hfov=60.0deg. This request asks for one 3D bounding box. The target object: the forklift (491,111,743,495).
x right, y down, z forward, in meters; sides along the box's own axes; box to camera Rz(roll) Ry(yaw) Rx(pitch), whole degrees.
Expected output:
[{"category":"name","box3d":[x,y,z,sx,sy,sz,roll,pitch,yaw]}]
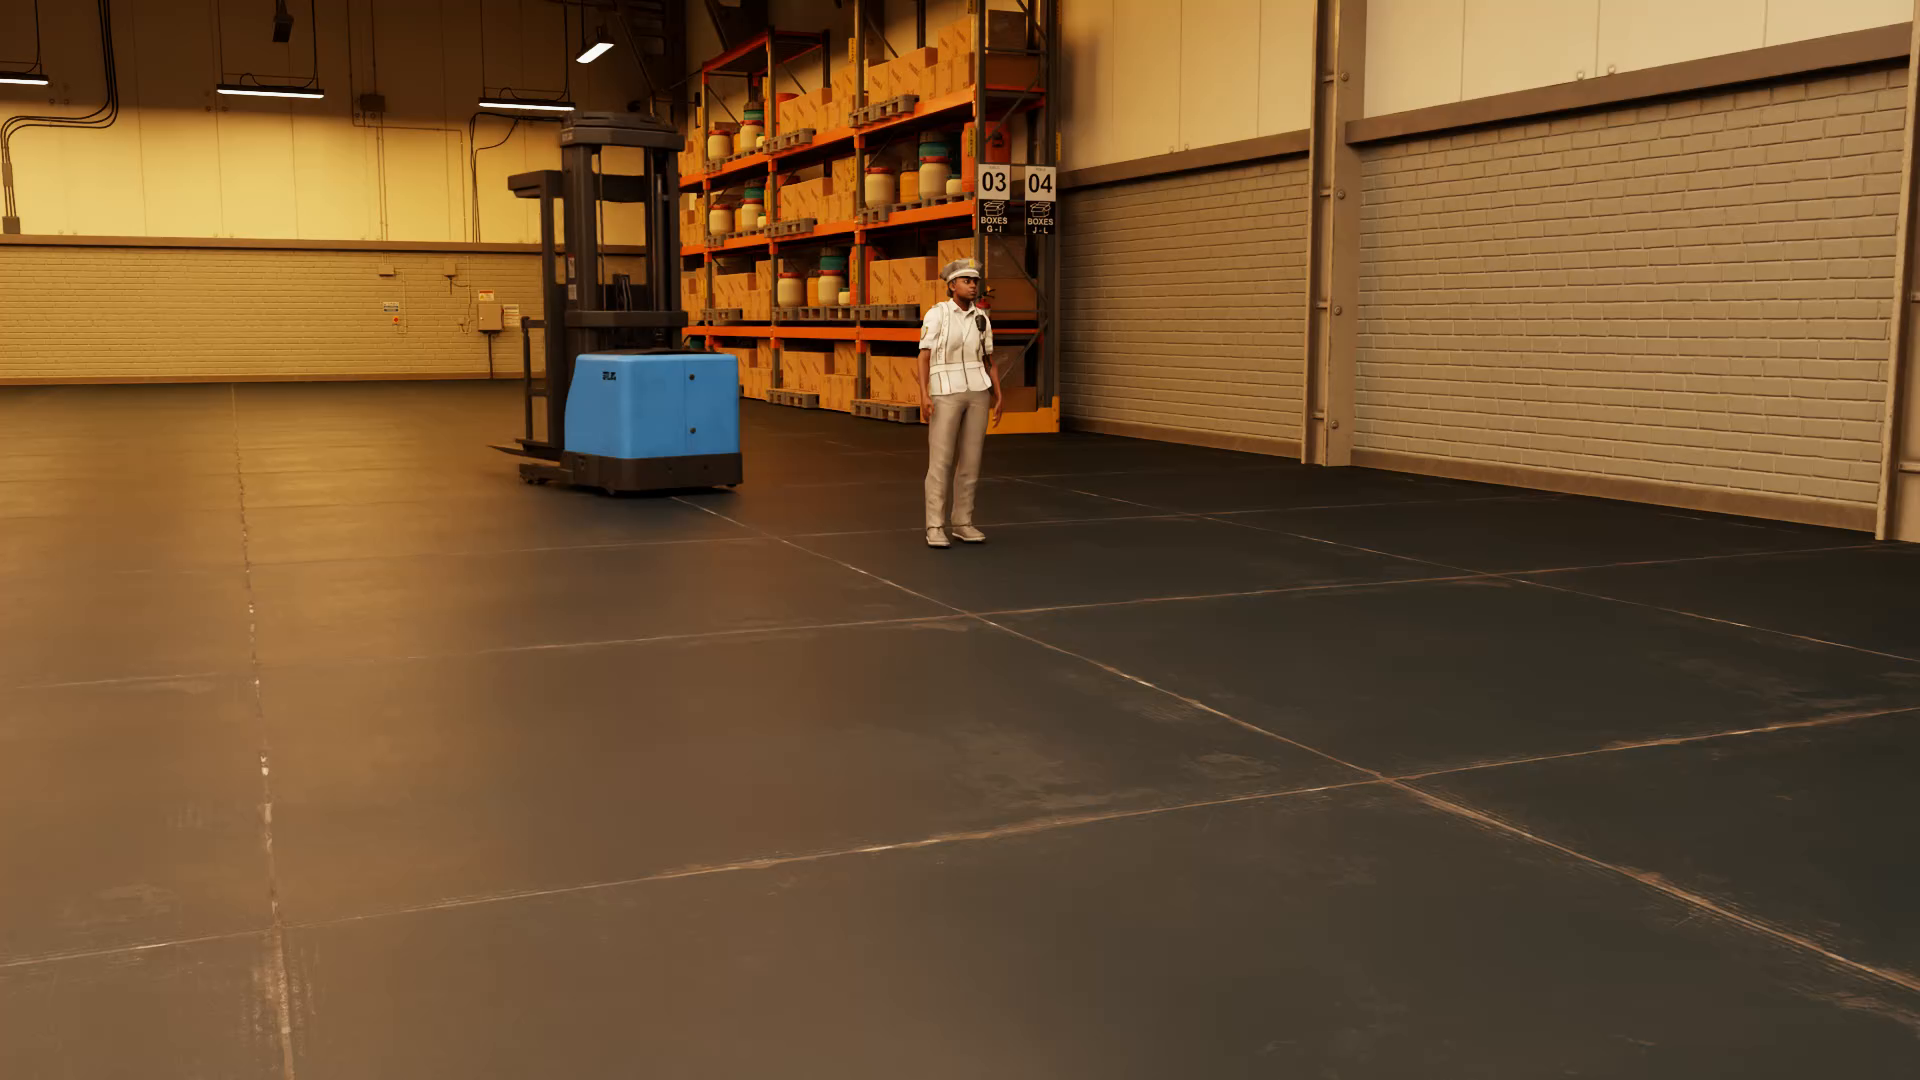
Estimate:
[{"category":"forklift","box3d":[-2.992,-1.939,13.652,1.130,2.935,3.031,-6,9,-37]}]

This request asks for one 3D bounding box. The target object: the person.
[{"category":"person","box3d":[0.012,-0.837,9.966,0.569,1.694,0.530,-3,8,-23]}]
